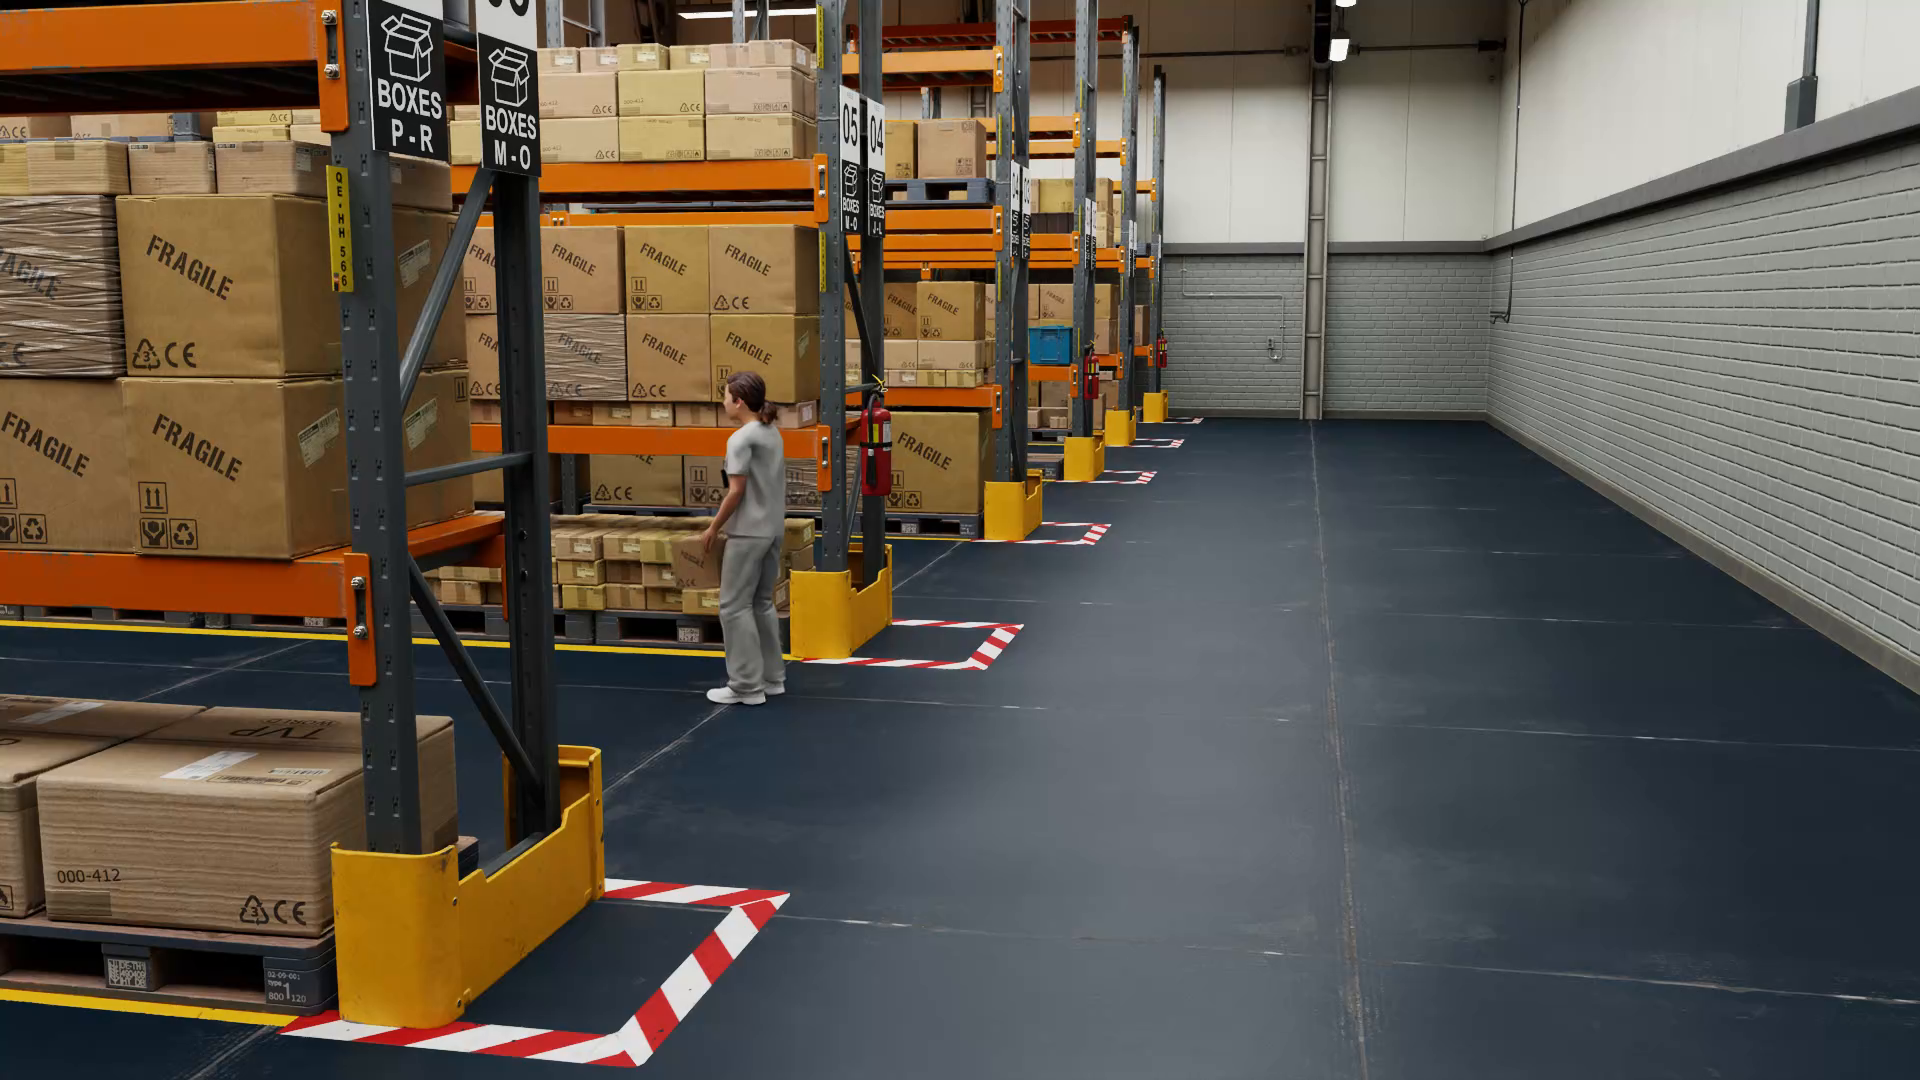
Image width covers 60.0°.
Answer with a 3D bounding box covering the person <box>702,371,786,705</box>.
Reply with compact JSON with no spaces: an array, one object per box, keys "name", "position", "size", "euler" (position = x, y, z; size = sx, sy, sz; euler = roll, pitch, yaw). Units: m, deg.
[{"name":"person","position":[-1.075,-0.015,8.418],"size":[0.378,1.676,0.467],"euler":[3,8,18]}]
